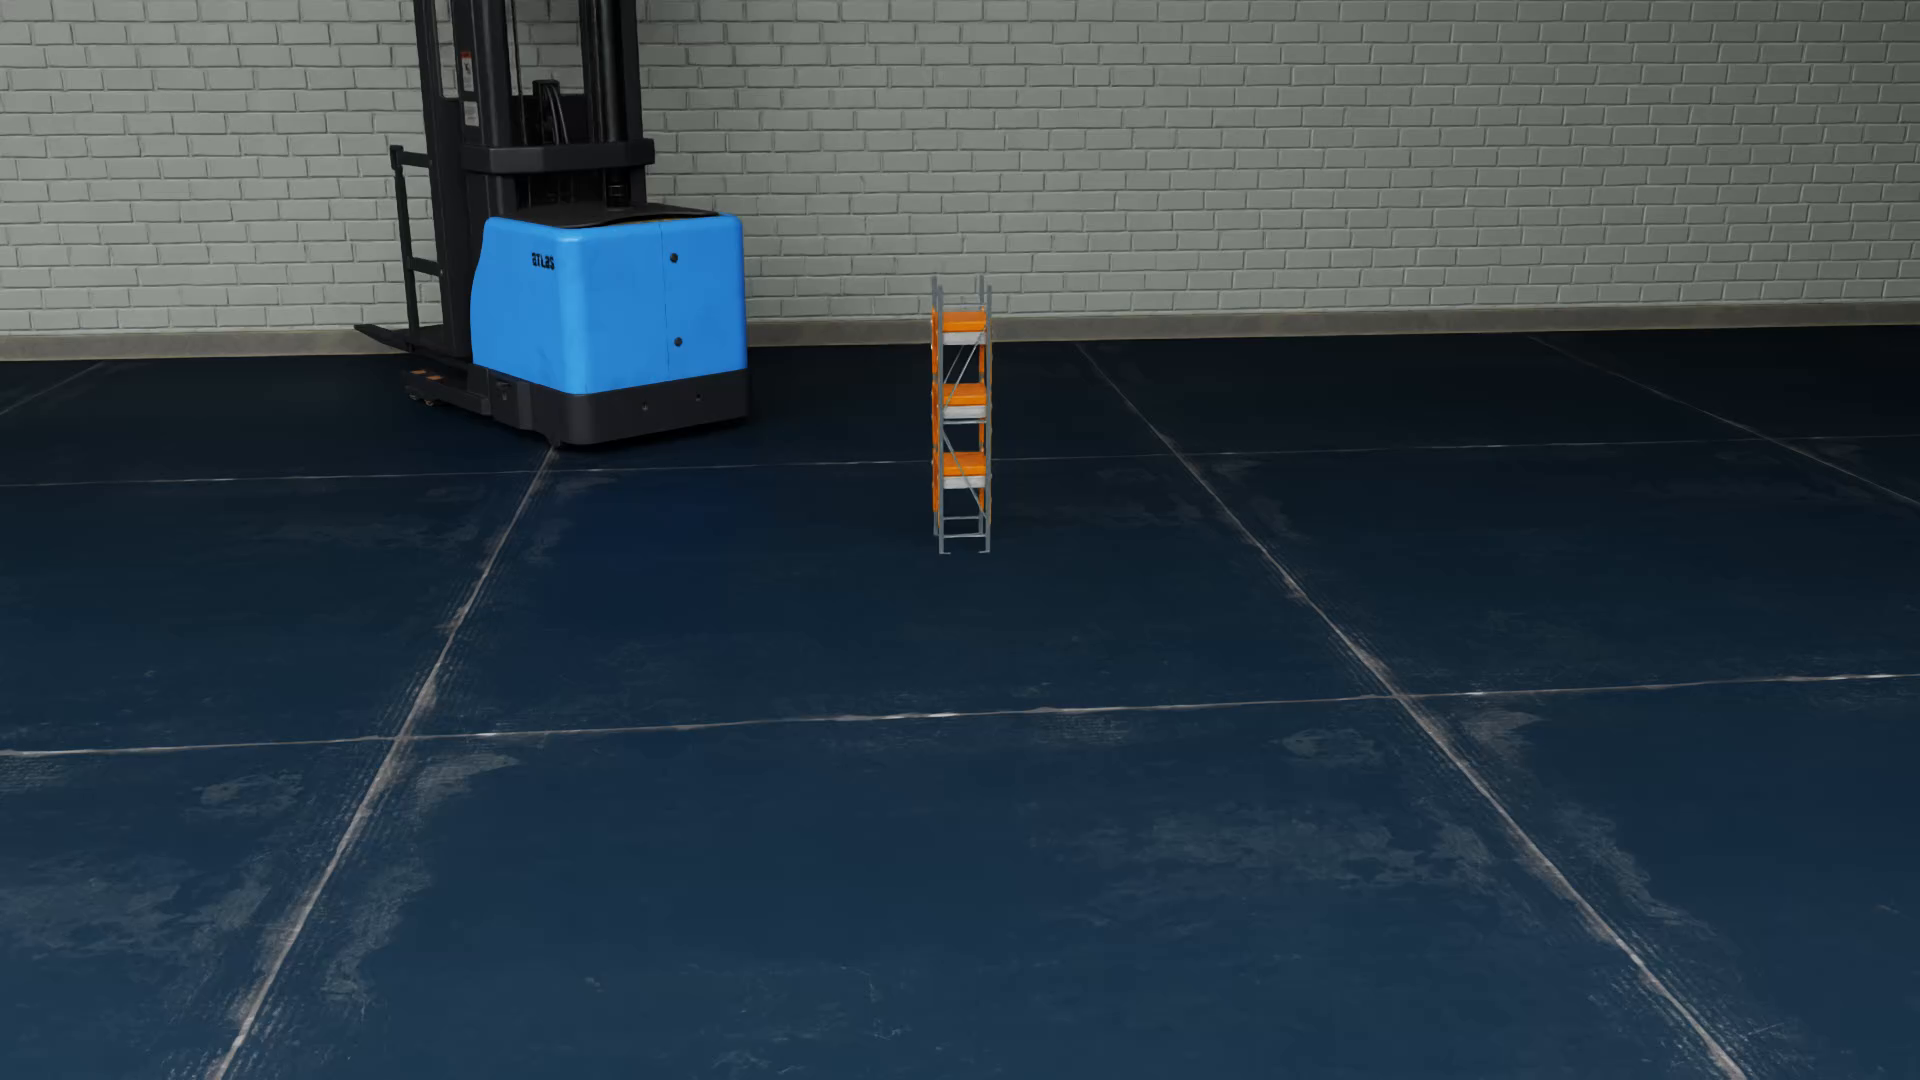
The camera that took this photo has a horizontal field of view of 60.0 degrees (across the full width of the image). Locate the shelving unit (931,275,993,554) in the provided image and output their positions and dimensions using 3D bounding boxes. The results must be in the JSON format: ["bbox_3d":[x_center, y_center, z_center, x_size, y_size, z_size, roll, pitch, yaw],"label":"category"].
[{"bbox_3d":[0.006,-0.485,6.469,0.215,1.050,0.252,-2,18,-6],"label":"shelving unit"}]

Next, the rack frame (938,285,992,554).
[{"bbox_3d":[0.018,-0.449,6.353,0.200,1.050,0.008,-2,18,-6],"label":"rack frame"}]

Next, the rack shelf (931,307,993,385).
[{"bbox_3d":[0.005,-0.746,6.387,0.215,0.259,0.240,-2,18,-6],"label":"rack shelf"}]

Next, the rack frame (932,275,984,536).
[{"bbox_3d":[-0.007,-0.521,6.585,0.200,1.050,0.008,-2,18,-6],"label":"rack frame"}]

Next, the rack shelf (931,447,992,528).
[{"bbox_3d":[0.006,-0.210,6.555,0.215,0.259,0.240,-2,18,-6],"label":"rack shelf"}]

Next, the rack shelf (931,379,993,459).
[{"bbox_3d":[0.006,-0.475,6.472,0.215,0.259,0.240,-2,18,-6],"label":"rack shelf"}]

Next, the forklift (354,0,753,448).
[{"bbox_3d":[-2.414,-2.211,8.825,1.130,2.935,3.031,-15,23,-39],"label":"forklift"}]
